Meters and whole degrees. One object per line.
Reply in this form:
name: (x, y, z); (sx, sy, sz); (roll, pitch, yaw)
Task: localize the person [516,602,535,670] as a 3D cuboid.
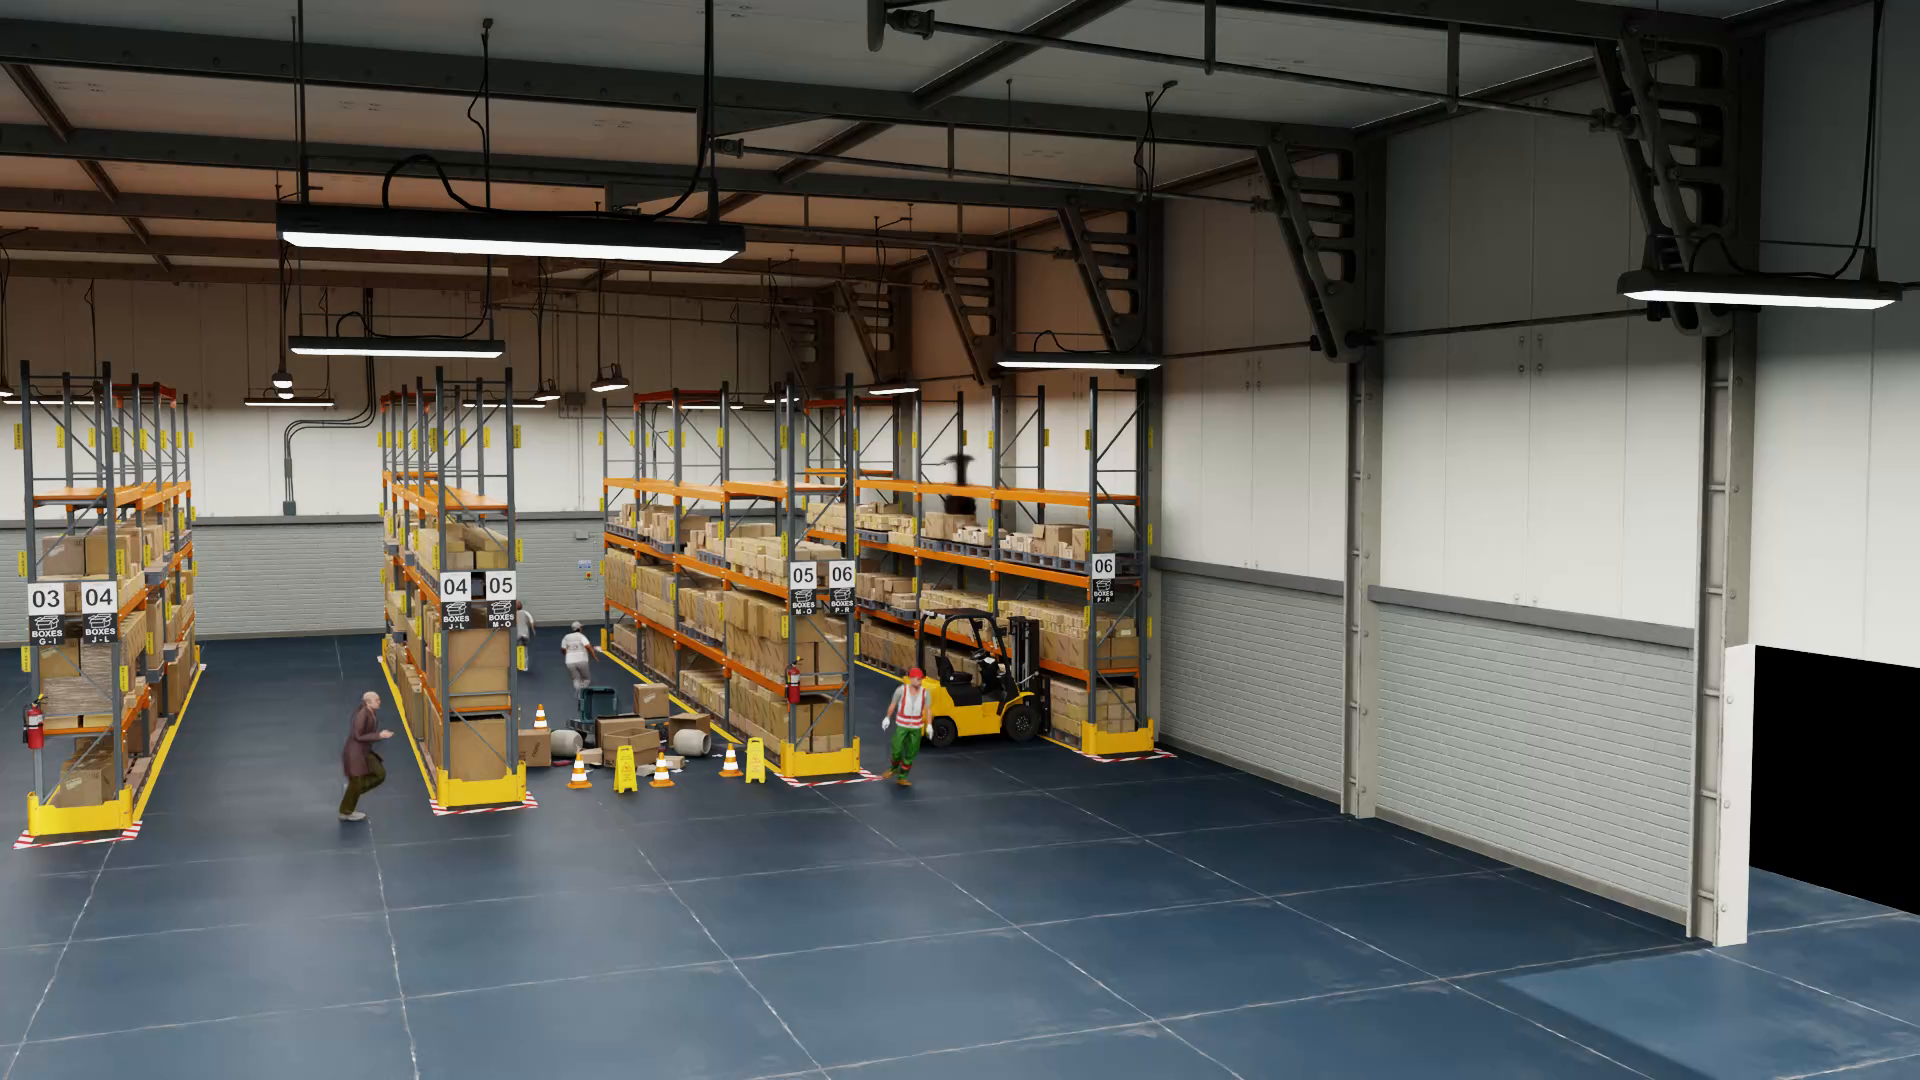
person: (-9.565, 2.085, 36.221); (0.533, 1.453, 0.891); (-2, 4, -25)

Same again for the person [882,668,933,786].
person: (-0.761, 2.691, 24.022); (0.707, 1.736, 0.613); (-1, 4, -12)

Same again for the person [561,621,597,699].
person: (-7.254, 2.344, 31.571); (0.698, 1.581, 0.565); (0, 3, 2)

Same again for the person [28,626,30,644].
person: (-18.531, 2.144, 33.623); (0.583, 1.702, 0.733); (-1, 4, -19)

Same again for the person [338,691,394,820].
person: (-7.809, 2.831, 21.841); (0.807, 1.702, 0.669); (0, 3, 7)
